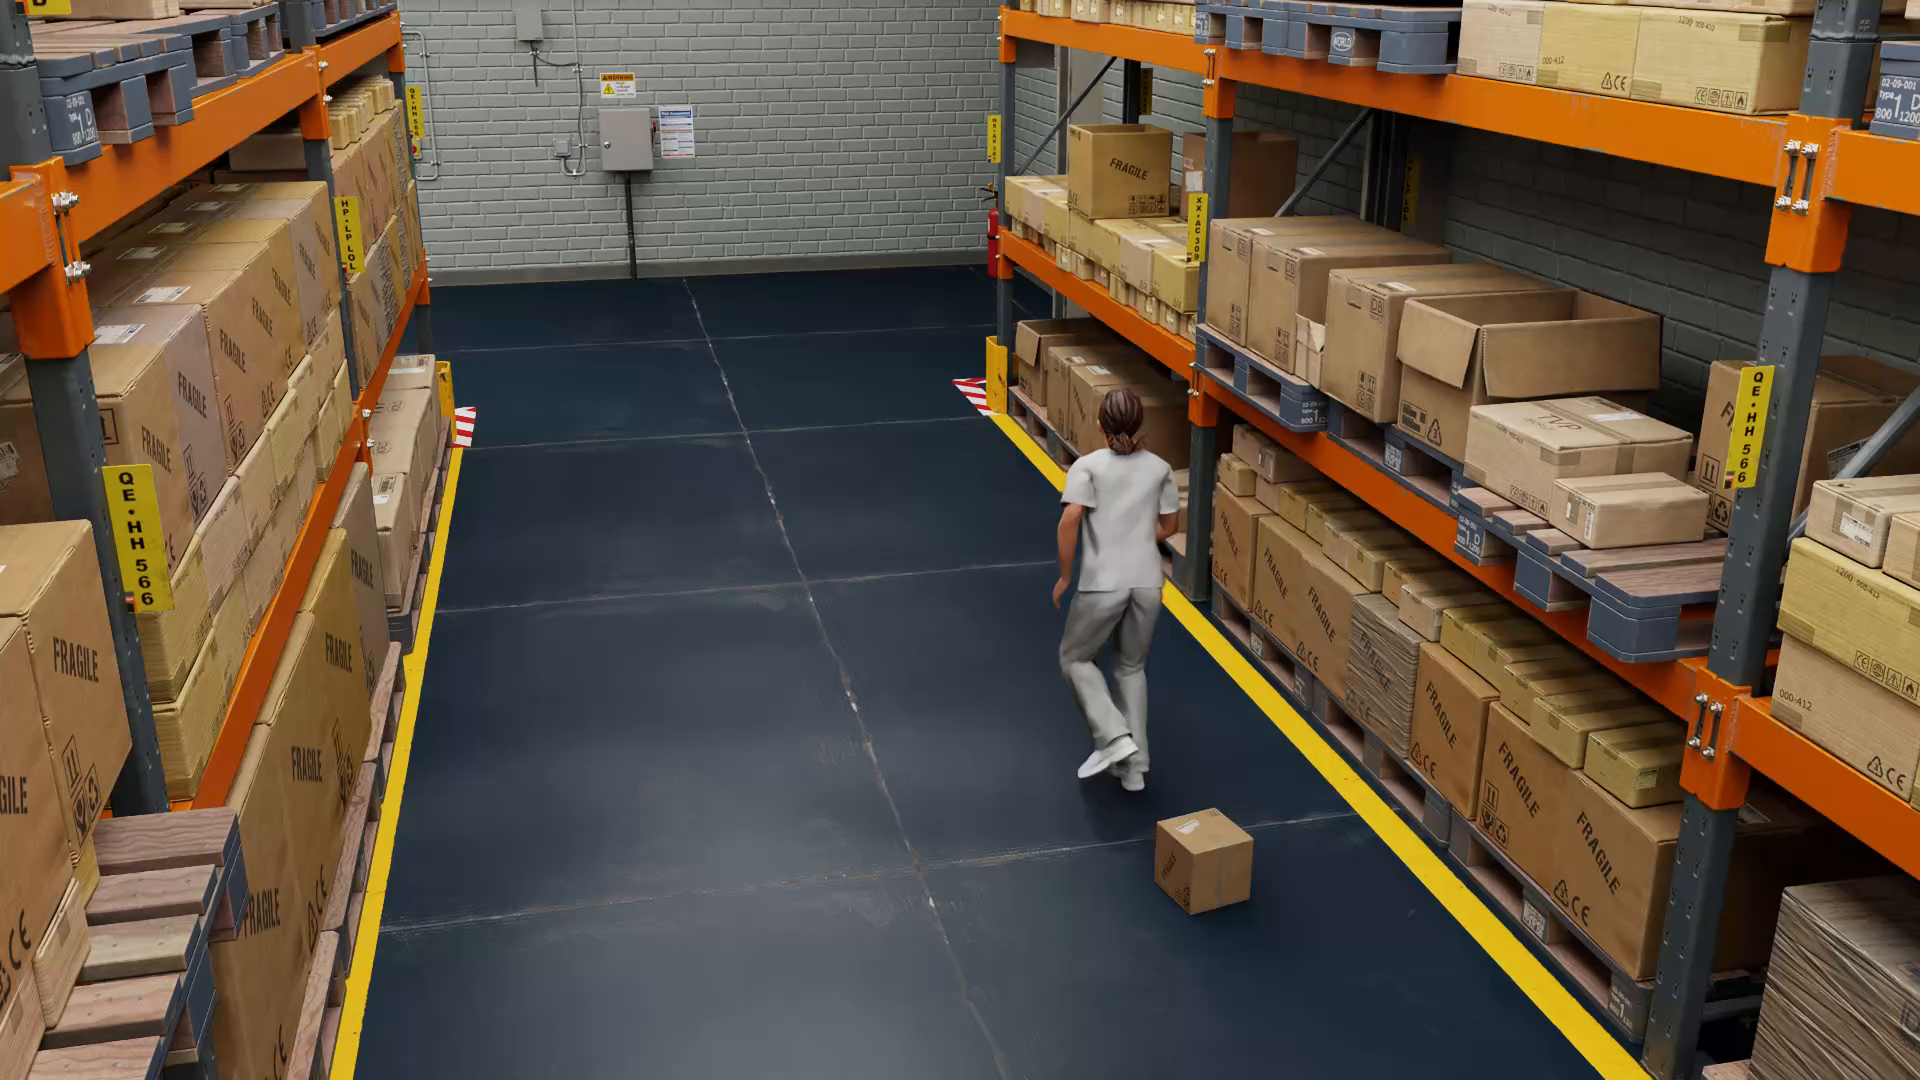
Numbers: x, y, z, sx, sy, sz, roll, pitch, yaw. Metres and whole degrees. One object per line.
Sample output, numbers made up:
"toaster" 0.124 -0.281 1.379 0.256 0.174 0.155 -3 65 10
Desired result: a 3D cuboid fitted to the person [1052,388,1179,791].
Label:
"person" 0.640 0.198 6.684 0.544 1.560 0.732 -5 20 -13
